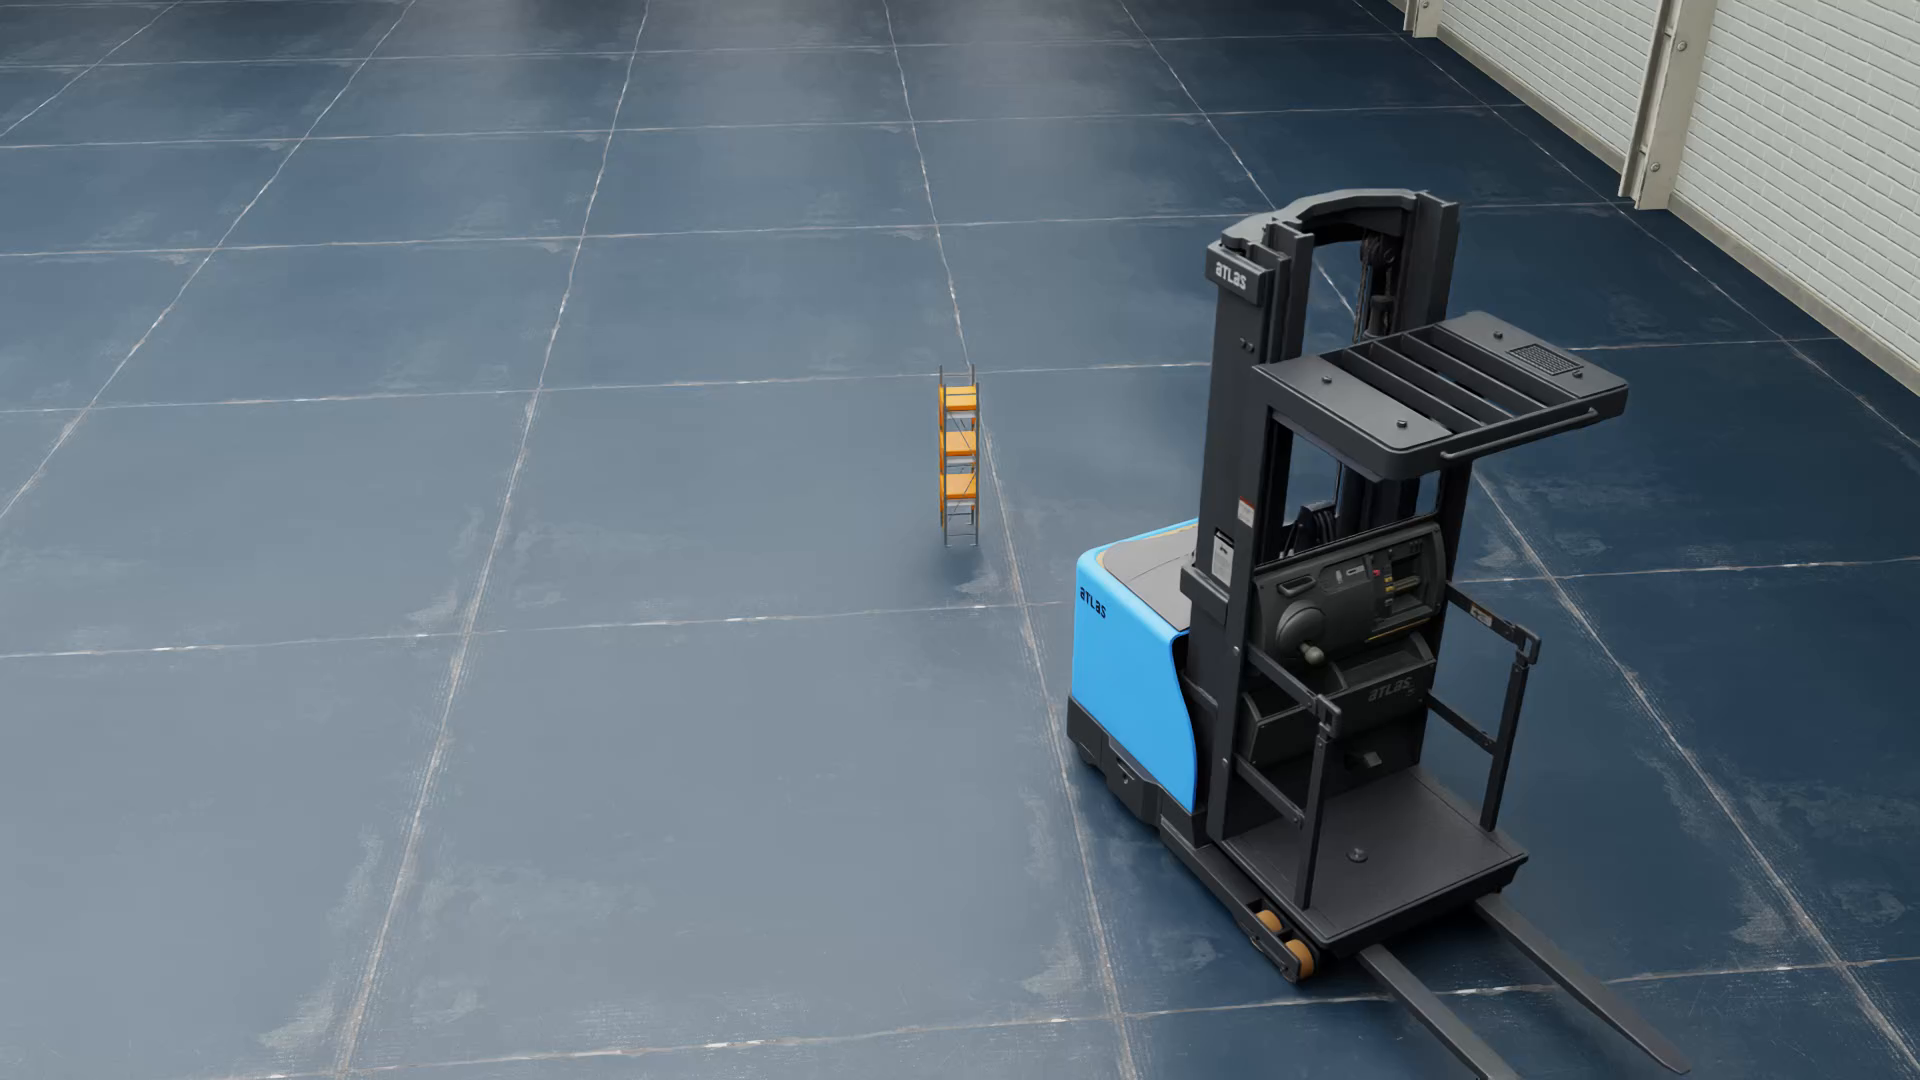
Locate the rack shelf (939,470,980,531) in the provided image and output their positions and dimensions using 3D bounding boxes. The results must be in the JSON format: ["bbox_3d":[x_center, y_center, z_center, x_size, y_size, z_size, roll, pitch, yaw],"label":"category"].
[{"bbox_3d":[-0.005,-0.230,9.675,0.215,0.259,0.240,-3,31,-5],"label":"rack shelf"}]

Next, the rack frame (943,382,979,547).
[{"bbox_3d":[0.006,-0.416,9.423,0.200,1.050,0.008,-3,31,-5],"label":"rack frame"}]

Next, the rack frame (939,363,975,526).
[{"bbox_3d":[-0.016,-0.540,9.631,0.200,1.050,0.008,-3,31,-5],"label":"rack frame"}]

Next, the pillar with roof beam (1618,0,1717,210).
[{"bbox_3d":[1.797,-6.668,12.139,9.100,9.000,0.400,-3,31,-5],"label":"pillar with roof beam"}]

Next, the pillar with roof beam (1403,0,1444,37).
[{"bbox_3d":[1.236,-9.732,17.267,9.100,9.000,0.400,-3,31,-5],"label":"pillar with roof beam"}]

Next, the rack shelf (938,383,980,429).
[{"bbox_3d":[-0.005,-0.713,9.387,0.215,0.259,0.240,-3,31,-5],"label":"rack shelf"}]

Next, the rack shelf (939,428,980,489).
[{"bbox_3d":[-0.005,-0.469,9.532,0.215,0.259,0.240,-3,31,-5],"label":"rack shelf"}]

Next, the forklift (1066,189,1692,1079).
[{"bbox_3d":[1.663,0.266,6.447,1.130,2.935,3.031,-16,34,-24],"label":"forklift"}]

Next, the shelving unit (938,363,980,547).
[{"bbox_3d":[-0.005,-0.478,9.527,0.215,1.050,0.252,-3,31,-5],"label":"shelving unit"}]
